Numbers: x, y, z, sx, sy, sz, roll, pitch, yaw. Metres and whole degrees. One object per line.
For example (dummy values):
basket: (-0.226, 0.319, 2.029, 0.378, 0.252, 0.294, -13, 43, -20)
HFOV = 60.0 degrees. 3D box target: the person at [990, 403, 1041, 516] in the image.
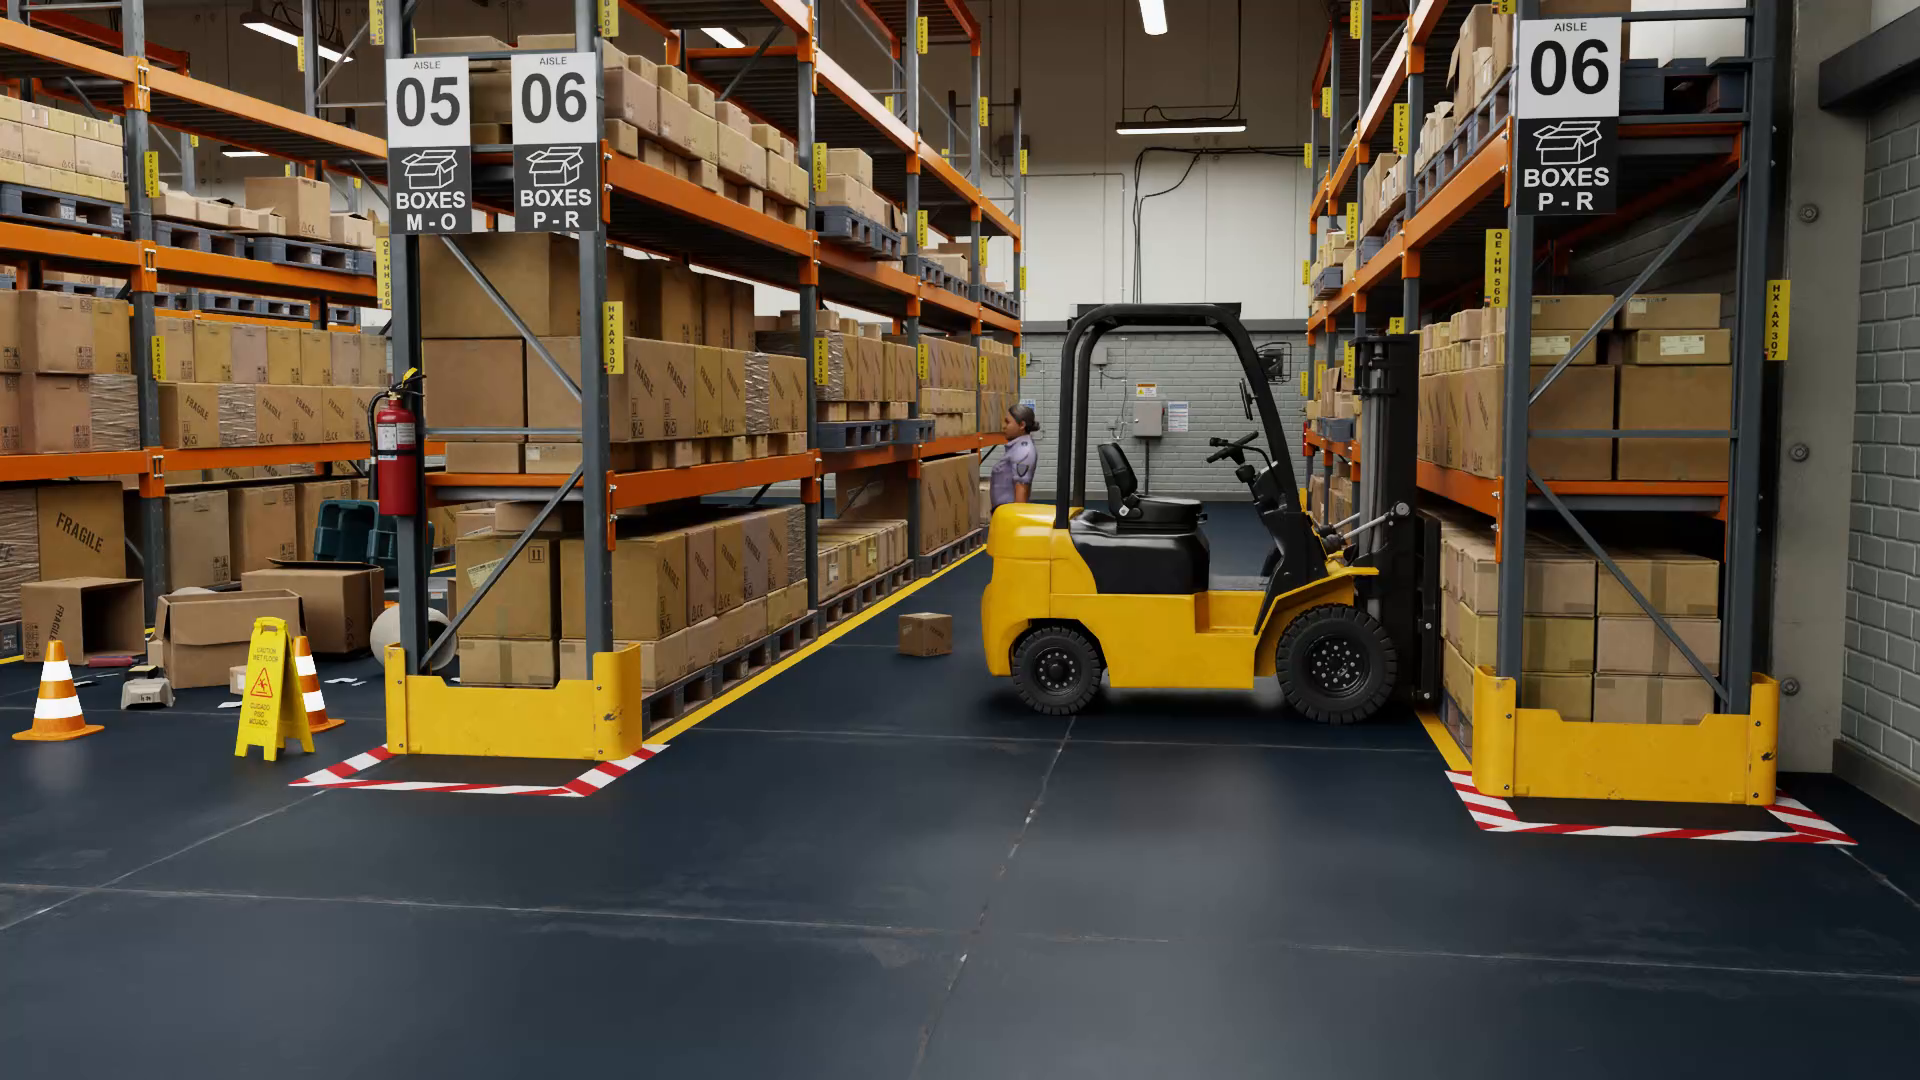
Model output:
person: (0.363, -0.061, 10.790, 0.343, 1.645, 0.467, 0, 5, 2)
